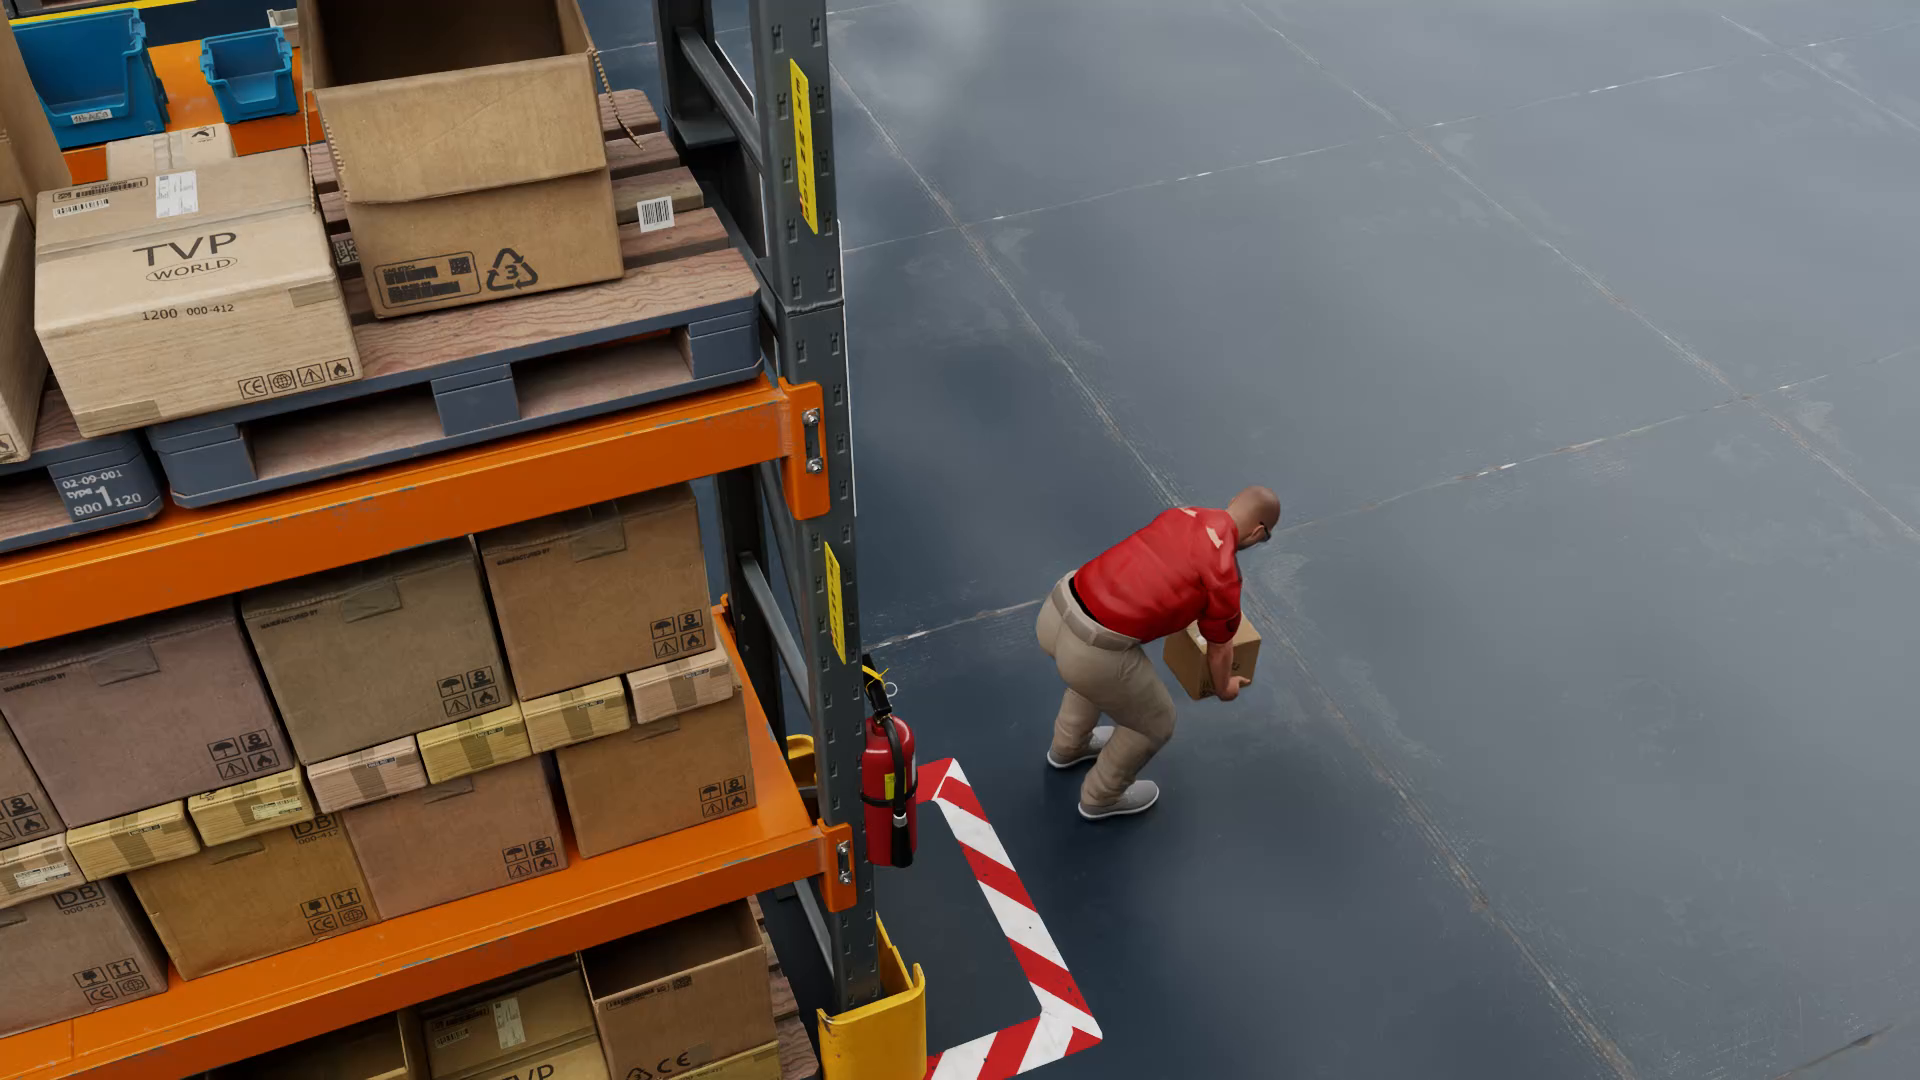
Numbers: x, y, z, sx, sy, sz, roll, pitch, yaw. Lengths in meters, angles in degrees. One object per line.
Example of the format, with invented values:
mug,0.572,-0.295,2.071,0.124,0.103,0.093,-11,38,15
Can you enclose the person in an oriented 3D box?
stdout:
person,0.722,0.406,6.082,0.915,1.243,0.506,-17,44,-18
